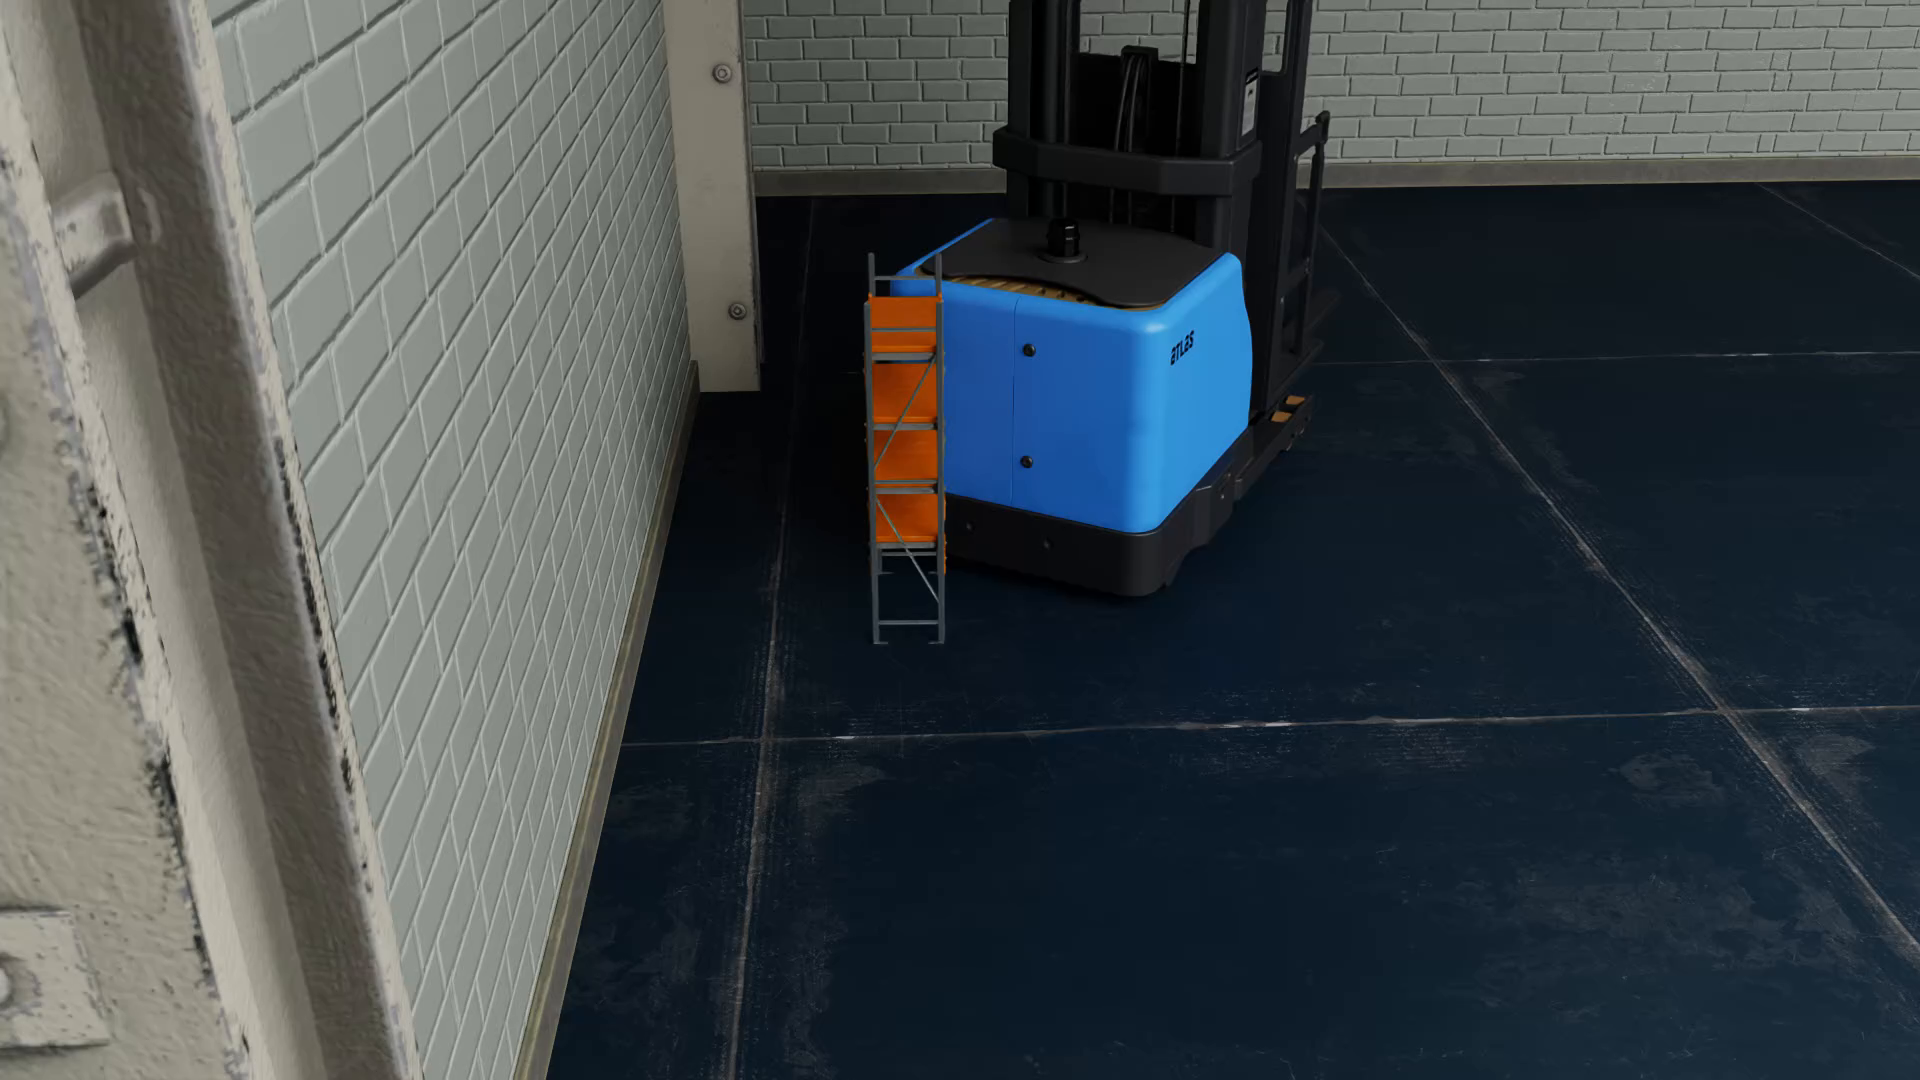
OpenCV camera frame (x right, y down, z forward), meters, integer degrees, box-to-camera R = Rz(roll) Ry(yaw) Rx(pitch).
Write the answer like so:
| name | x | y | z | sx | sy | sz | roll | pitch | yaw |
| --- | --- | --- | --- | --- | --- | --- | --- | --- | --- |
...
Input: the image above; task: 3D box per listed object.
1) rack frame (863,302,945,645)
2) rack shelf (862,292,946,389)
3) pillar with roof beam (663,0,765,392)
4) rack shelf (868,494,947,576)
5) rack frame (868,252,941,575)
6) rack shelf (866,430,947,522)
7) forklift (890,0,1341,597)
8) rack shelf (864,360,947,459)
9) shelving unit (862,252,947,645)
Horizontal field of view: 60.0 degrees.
| name | x | y | z | sx | sy | sz | roll | pitch | yaw |
| --- | --- | --- | --- | --- | --- | --- | --- | --- | --- |
| rack frame | -0.172 | -0.183 | 5.304 | 0.240 | 1.200 | 0.015 | -1 | 28 | -1 |
| rack shelf | -0.177 | -0.645 | 5.339 | 0.258 | 0.148 | 0.480 | -1 | 28 | -1 |
| pillar with roof beam | 3.227 | -4.860 | 5.838 | 9.100 | 9.000 | 0.400 | -1 | 28 | -3 |
| rack shelf | -0.177 | -0.060 | 5.643 | 0.258 | 0.148 | 0.480 | -1 | 28 | -1 |
| rack frame | -0.182 | -0.409 | 5.737 | 0.240 | 1.200 | 0.015 | -1 | 28 | -1 |
| rack shelf | -0.177 | -0.236 | 5.551 | 0.258 | 0.148 | 0.480 | -1 | 28 | -1 |
| forklift | 0.861 | -1.756 | 6.448 | 1.130 | 2.935 | 3.031 | 13 | 30 | 24 |
| rack shelf | -0.177 | -0.435 | 5.448 | 0.258 | 0.148 | 0.480 | -1 | 28 | -1 |
| shelving unit | -0.177 | -0.296 | 5.520 | 0.258 | 1.200 | 0.503 | -1 | 28 | -1 |
